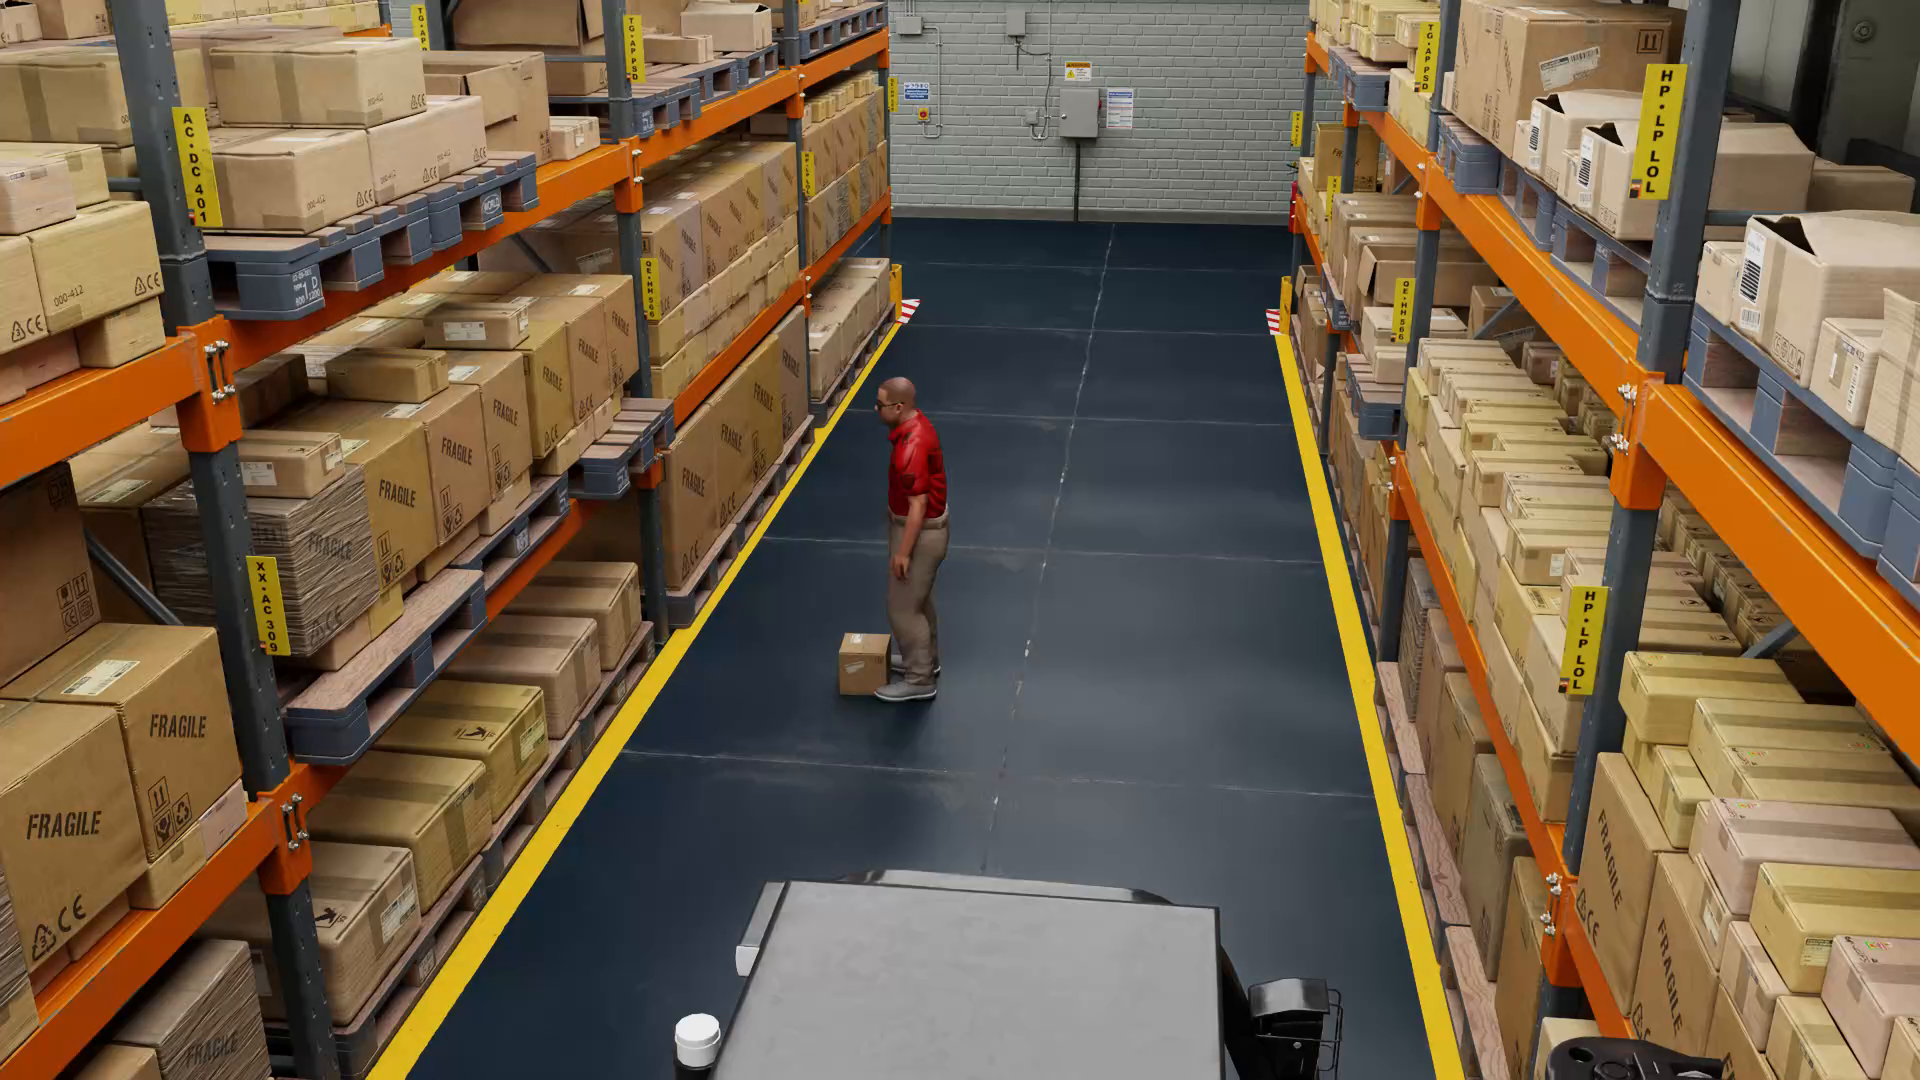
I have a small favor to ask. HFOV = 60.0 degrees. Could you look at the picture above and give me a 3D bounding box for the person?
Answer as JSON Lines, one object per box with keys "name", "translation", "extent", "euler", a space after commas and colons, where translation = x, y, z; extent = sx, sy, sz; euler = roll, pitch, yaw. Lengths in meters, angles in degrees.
{"name": "person", "translation": [-0.253, -0.014, 8.637], "extent": [0.389, 1.727, 0.606], "euler": [1, 21, 3]}
